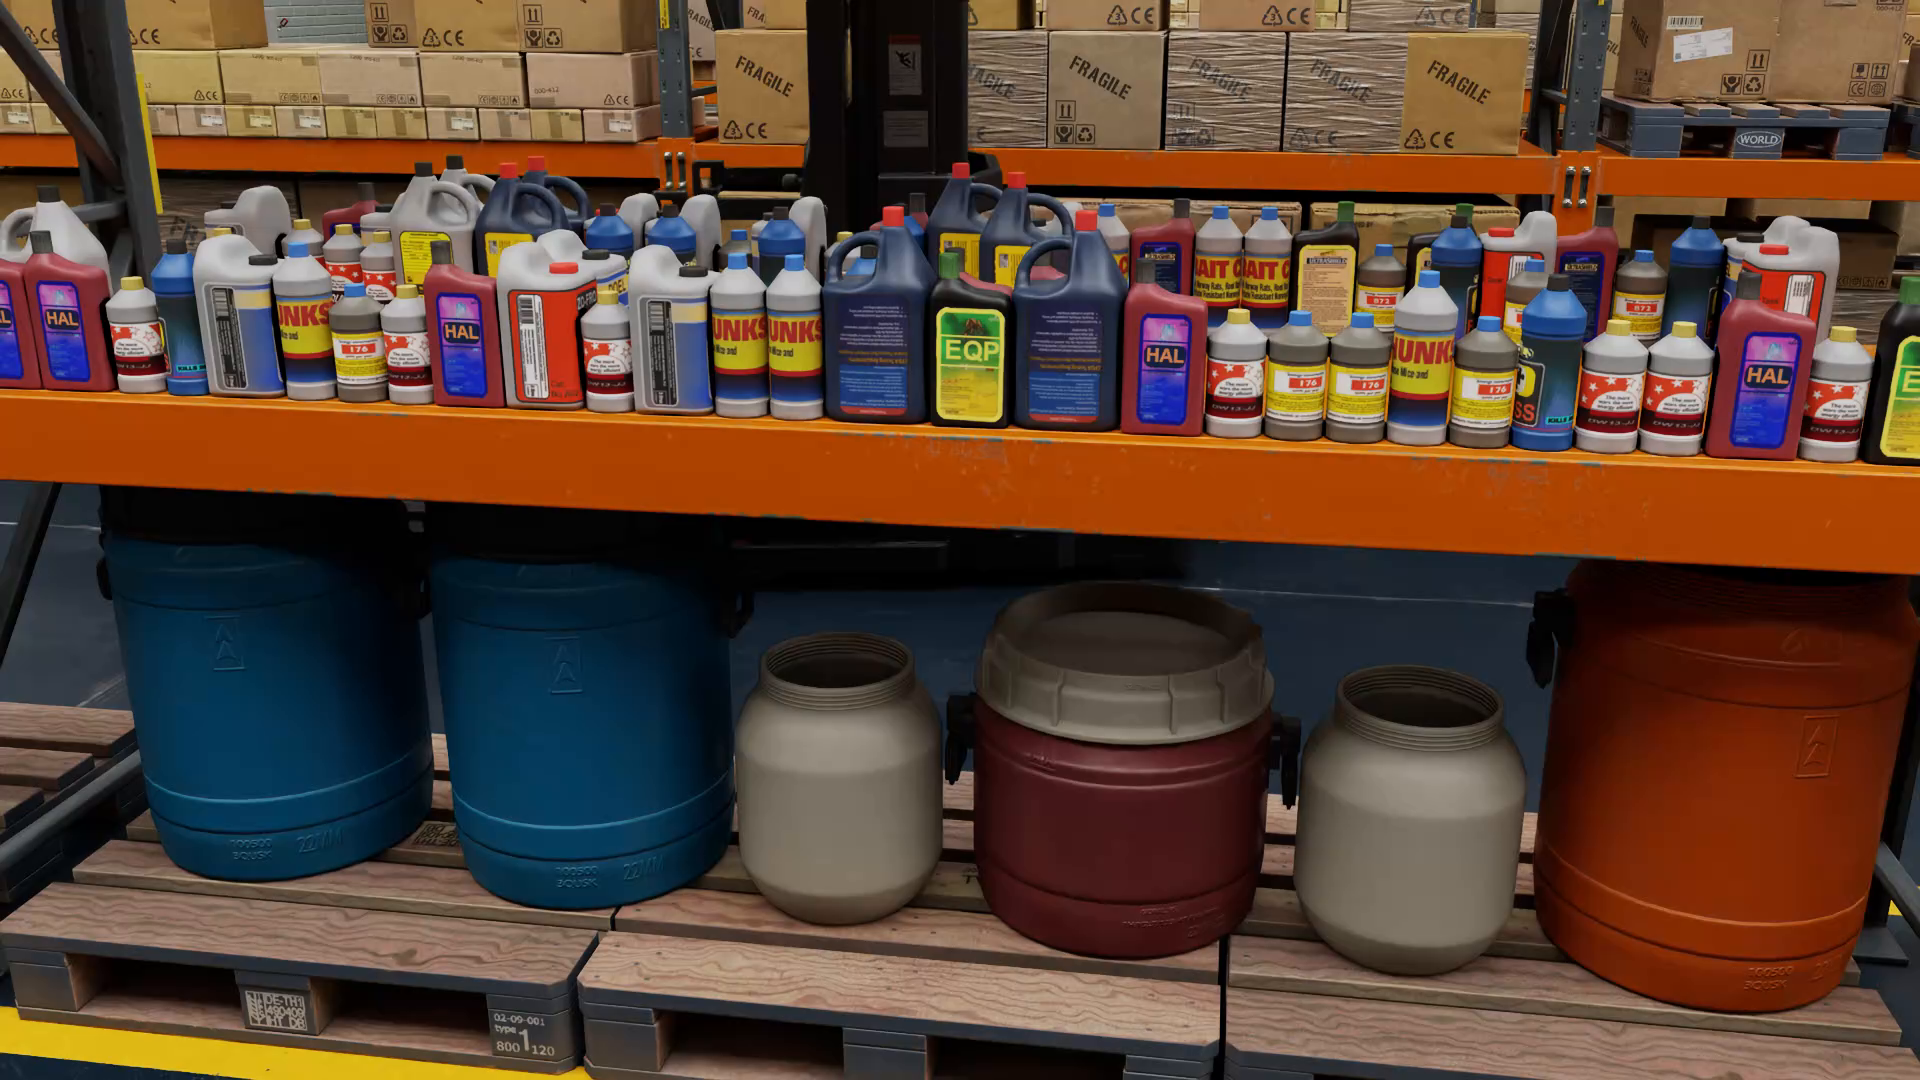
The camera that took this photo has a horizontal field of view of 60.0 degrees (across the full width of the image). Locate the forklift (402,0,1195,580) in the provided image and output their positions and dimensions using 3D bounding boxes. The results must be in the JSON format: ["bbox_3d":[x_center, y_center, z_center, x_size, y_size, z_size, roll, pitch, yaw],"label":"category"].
[{"bbox_3d":[-0.687,-1.400,5.868,3.031,2.935,1.130,1,19,2],"label":"forklift"}]

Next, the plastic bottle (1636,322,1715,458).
[{"bbox_3d":[1.121,-0.239,2.604,0.097,0.201,0.097,0,18,0],"label":"plastic bottle"}]

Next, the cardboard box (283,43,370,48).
[{"bbox_3d":[-3.147,-2.430,8.607,0.500,0.250,0.500,3,19,9],"label":"cardboard box"}]

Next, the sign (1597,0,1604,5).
[{"bbox_3d":[2.628,-2.350,6.775,0.005,0.325,0.100,3,19,9],"label":"sign"}]

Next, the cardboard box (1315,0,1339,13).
[{"bbox_3d":[2.537,-3.794,11.711,0.250,0.149,0.380,4,19,10],"label":"cardboard box"}]

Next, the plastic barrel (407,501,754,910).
[{"bbox_3d":[-0.788,0.239,3.505,0.708,0.901,0.600,3,19,9],"label":"plastic barrel"}]

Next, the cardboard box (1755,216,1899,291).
[{"bbox_3d":[3.905,-1.306,7.544,0.500,0.250,0.500,5,19,15],"label":"cardboard box"}]

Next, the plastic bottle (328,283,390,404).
[{"bbox_3d":[-1.058,-0.350,2.936,0.097,0.201,0.097,0,18,0],"label":"plastic bottle"}]

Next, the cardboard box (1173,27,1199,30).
[{"bbox_3d":[1.260,-2.182,7.940,0.500,0.500,0.500,3,19,8],"label":"cardboard box"}]

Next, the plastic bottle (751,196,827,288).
[{"bbox_3d":[-0.361,-0.585,3.520,0.135,0.276,0.152,3,19,9],"label":"plastic bottle"}]

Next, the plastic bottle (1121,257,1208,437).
[{"bbox_3d":[0.332,-0.312,2.693,0.133,0.283,0.061,3,19,9],"label":"plastic bottle"}]

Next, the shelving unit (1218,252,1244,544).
[{"bbox_3d":[1.025,-0.533,6.236,0.215,1.050,0.252,-7,20,-22],"label":"shelving unit"}]

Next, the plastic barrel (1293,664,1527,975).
[{"bbox_3d":[0.870,0.537,3.229,0.421,0.512,0.421,0,18,0],"label":"plastic barrel"}]

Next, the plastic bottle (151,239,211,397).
[{"bbox_3d":[-1.383,-0.400,2.974,0.097,0.271,0.097,0,18,0],"label":"plastic bottle"}]

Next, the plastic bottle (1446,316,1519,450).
[{"bbox_3d":[0.833,-0.254,2.648,0.097,0.201,0.097,0,18,0],"label":"plastic bottle"}]

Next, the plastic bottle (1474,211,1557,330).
[{"bbox_3d":[1.095,-0.511,3.299,0.135,0.276,0.152,3,19,9],"label":"plastic bottle"}]

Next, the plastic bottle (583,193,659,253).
[{"bbox_3d":[-0.723,-0.604,3.575,0.135,0.276,0.152,3,19,9],"label":"plastic bottle"}]

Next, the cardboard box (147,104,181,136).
[{"bbox_3d":[-3.873,-2.086,8.207,0.250,0.149,0.380,3,19,8],"label":"cardboard box"}]

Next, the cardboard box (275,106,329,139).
[{"bbox_3d":[-3.109,-2.048,8.092,0.250,0.149,0.380,3,19,10],"label":"cardboard box"}]

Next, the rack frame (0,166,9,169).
[{"bbox_3d":[-5.185,-2.379,8.686,0.053,2.616,0.949,3,19,9],"label":"rack frame"}]

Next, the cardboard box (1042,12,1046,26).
[{"bbox_3d":[0.734,-3.744,12.032,0.250,0.149,0.380,2,19,6],"label":"cardboard box"}]

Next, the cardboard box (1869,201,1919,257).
[{"bbox_3d":[6.922,-2.458,11.806,0.750,0.750,1.050,3,19,8],"label":"cardboard box"}]

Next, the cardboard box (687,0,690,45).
[{"bbox_3d":[-1.669,-2.706,8.250,0.500,0.500,0.500,3,19,9],"label":"cardboard box"}]

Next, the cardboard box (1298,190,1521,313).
[{"bbox_3d":[2.035,-1.208,7.873,0.875,0.875,1.225,2,19,6],"label":"cardboard box"}]

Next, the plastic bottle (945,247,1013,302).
[{"bbox_3d":[0.027,-0.348,2.798,0.133,0.283,0.061,3,19,9],"label":"plastic bottle"}]

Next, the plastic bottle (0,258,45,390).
[{"bbox_3d":[-1.728,-0.417,3.007,0.133,0.283,0.061,3,19,9],"label":"plastic bottle"}]

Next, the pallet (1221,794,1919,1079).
[{"bbox_3d":[1.142,0.872,3.364,1.213,0.211,1.003,3,19,9],"label":"pallet"}]

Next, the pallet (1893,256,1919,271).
[{"bbox_3d":[6.775,-2.016,11.994,1.213,0.211,1.003,3,19,9],"label":"pallet"}]

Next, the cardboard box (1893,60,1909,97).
[{"bbox_3d":[4.402,-2.111,7.436,0.258,0.266,0.396,2,19,7],"label":"cardboard box"}]

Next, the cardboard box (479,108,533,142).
[{"bbox_3d":[-2.097,-1.996,7.937,0.250,0.149,0.380,3,19,8],"label":"cardboard box"}]

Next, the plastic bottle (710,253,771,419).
[{"bbox_3d":[-0.372,-0.348,2.820,0.097,0.271,0.097,0,18,0],"label":"plastic bottle"}]

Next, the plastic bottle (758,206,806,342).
[{"bbox_3d":[-0.362,-0.543,3.402,0.097,0.271,0.097,0,18,0],"label":"plastic bottle"}]

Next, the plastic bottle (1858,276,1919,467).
[{"bbox_3d":[1.460,-0.255,2.521,0.133,0.283,0.061,3,19,9],"label":"plastic bottle"}]

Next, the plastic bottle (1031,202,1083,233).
[{"bbox_3d":[0.182,-0.558,3.438,0.135,0.276,0.152,3,19,9],"label":"plastic bottle"}]

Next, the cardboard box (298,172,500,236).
[{"bbox_3d":[-2.764,-1.472,8.661,0.875,0.875,0.875,3,19,9],"label":"cardboard box"}]

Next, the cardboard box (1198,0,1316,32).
[{"bbox_3d":[1.351,-2.574,7.530,0.637,0.503,0.797,3,19,10],"label":"cardboard box"}]

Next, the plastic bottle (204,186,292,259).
[{"bbox_3d":[-1.582,-0.647,3.706,0.135,0.276,0.152,3,19,9],"label":"plastic bottle"}]

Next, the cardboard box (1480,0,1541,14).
[{"bbox_3d":[4.041,-4.020,11.857,0.500,0.500,0.700,3,19,8],"label":"cardboard box"}]

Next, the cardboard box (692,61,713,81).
[{"bbox_3d":[-1.961,-3.613,12.769,0.250,0.149,0.380,3,19,8],"label":"cardboard box"}]

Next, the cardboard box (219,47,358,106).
[{"bbox_3d":[-3.229,-2.264,8.110,0.500,0.250,0.500,3,19,8],"label":"cardboard box"}]

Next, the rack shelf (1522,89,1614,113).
[{"bbox_3d":[5.574,-3.082,11.921,4.000,0.370,1.077,3,19,9],"label":"rack shelf"}]

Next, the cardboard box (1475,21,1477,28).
[{"bbox_3d":[5.113,-5.032,16.350,0.250,0.149,0.380,2,19,5],"label":"cardboard box"}]
